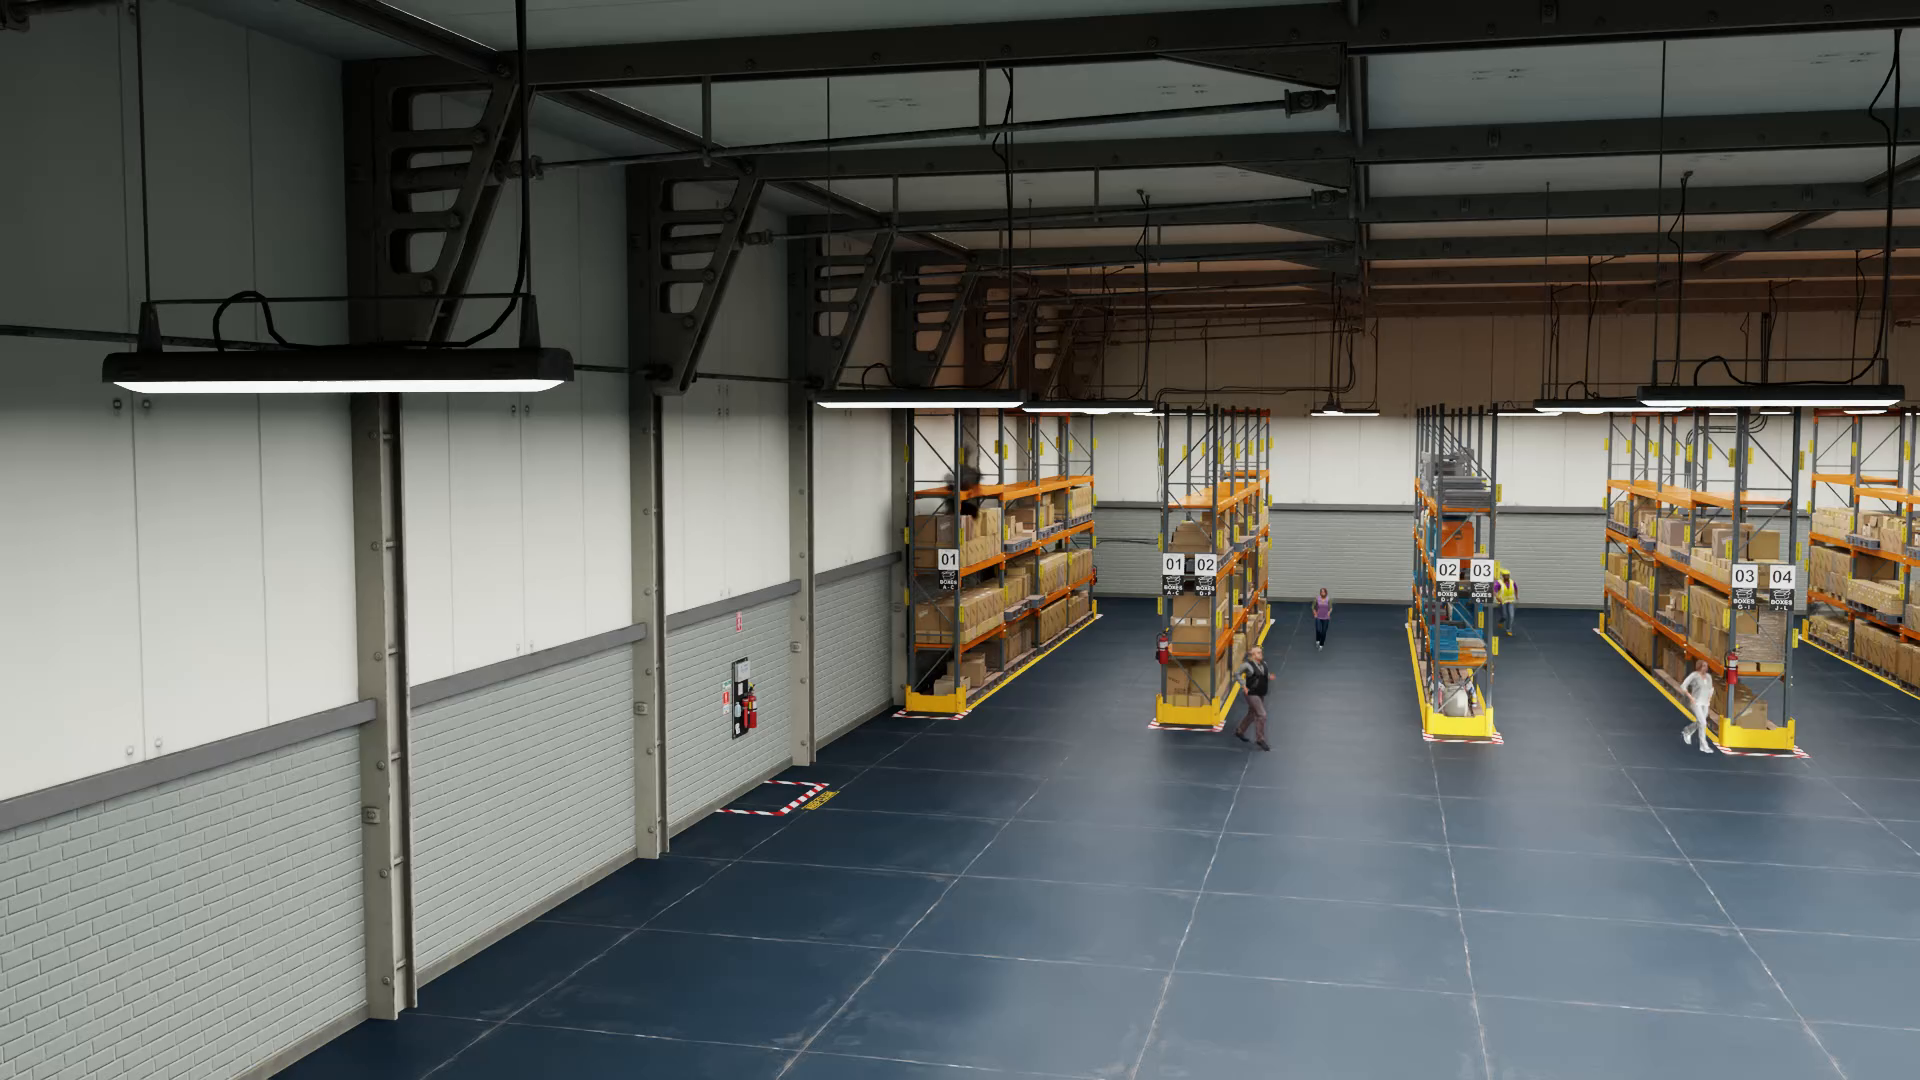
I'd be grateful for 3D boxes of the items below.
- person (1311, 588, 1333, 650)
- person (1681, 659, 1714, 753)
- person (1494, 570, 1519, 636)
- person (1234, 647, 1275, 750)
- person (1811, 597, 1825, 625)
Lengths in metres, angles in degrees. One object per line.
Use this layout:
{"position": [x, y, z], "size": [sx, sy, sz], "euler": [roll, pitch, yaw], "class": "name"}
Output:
{"position": [8.931, 1.965, 41.014], "size": [0.514, 1.537, 0.541], "euler": [1, 4, 9], "class": "person"}
{"position": [12.726, 2.828, 28.663], "size": [0.548, 1.571, 0.791], "euler": [-1, 4, -14], "class": "person"}
{"position": [14.478, 1.658, 44.117], "size": [0.708, 1.734, 0.779], "euler": [0, 4, -1], "class": "person"}
{"position": [5.152, 2.753, 29.054], "size": [0.789, 1.785, 0.630], "euler": [4, 6, 44], "class": "person"}
{"position": [22.943, 1.653, 44.405], "size": [0.562, 1.684, 0.728], "euler": [1, 4, 17], "class": "person"}
